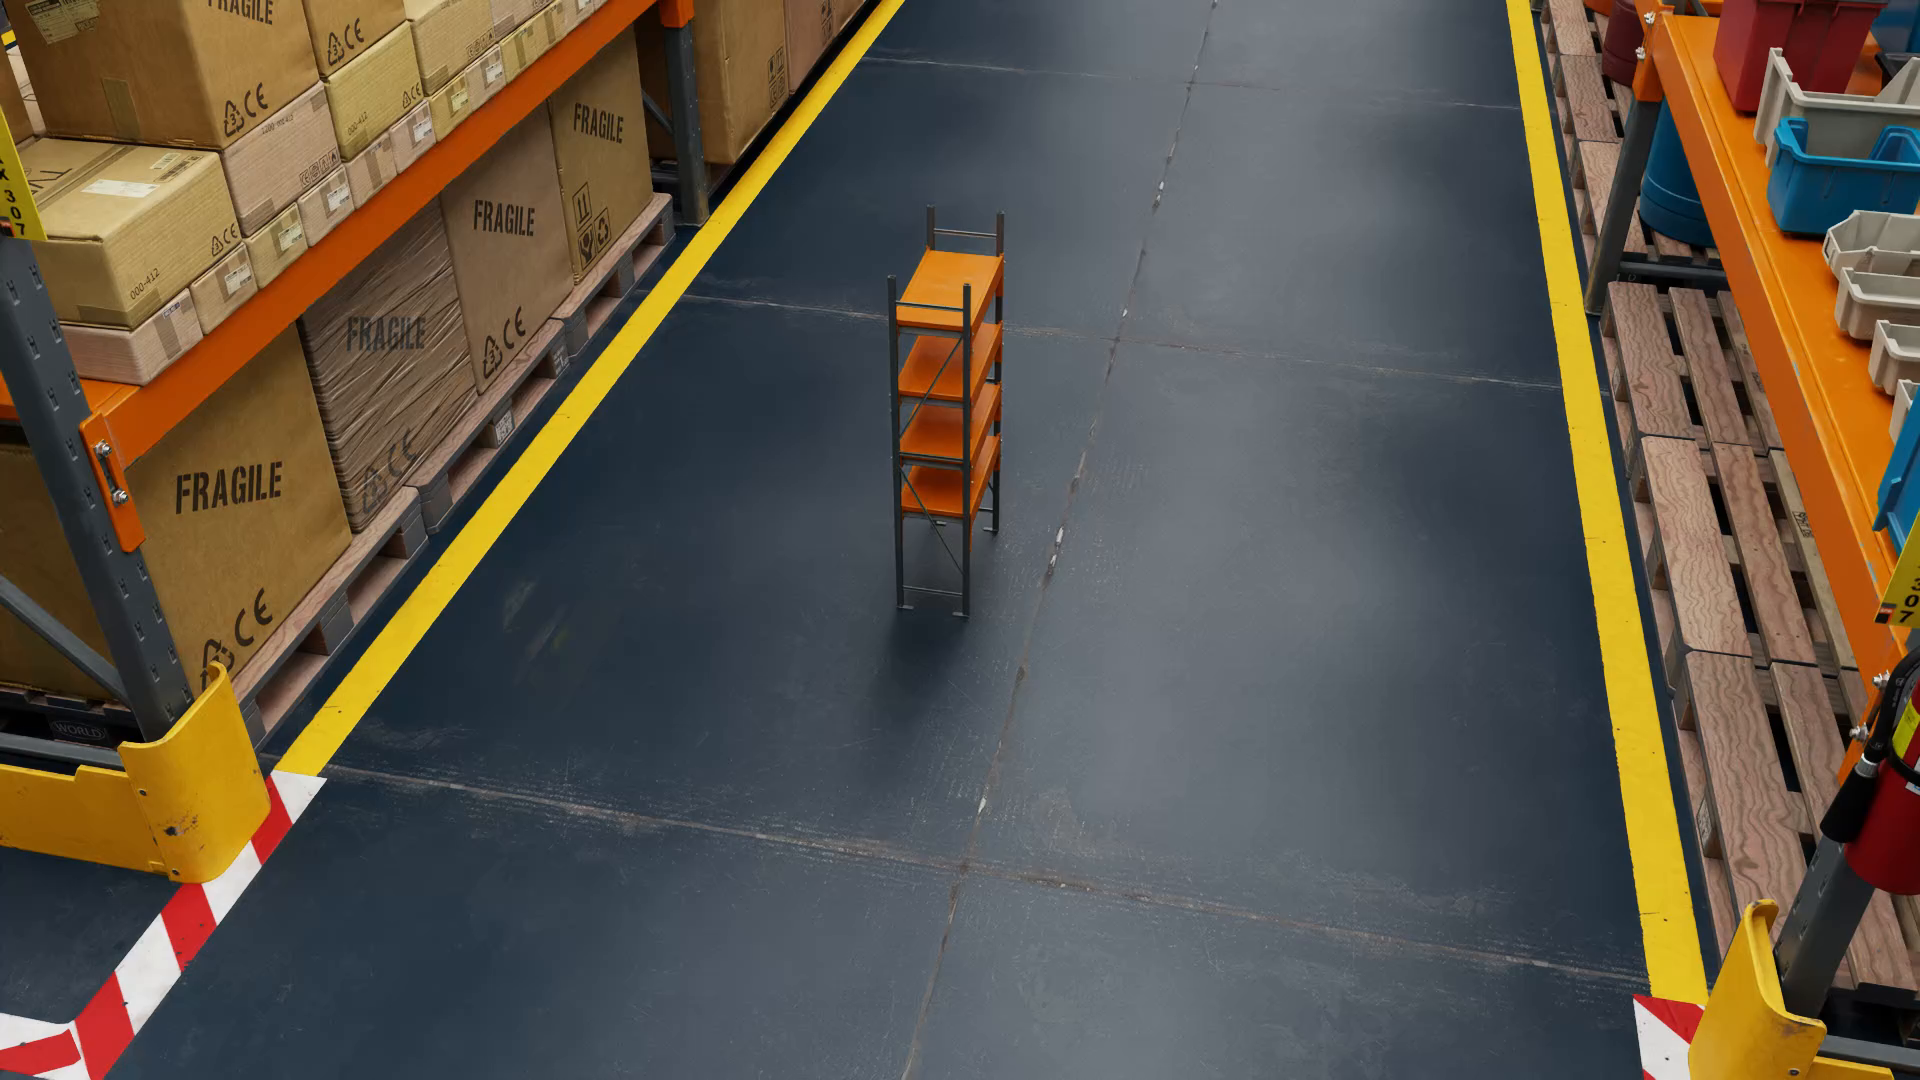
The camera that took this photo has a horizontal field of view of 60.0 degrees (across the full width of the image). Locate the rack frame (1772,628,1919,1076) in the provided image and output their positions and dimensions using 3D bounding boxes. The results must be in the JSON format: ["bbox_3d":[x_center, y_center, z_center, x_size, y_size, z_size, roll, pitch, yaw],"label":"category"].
[{"bbox_3d":[2.303,0.155,2.981,1.000,3.000,0.127,7,37,10],"label":"rack frame"}]

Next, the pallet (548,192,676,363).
[{"bbox_3d":[-1.920,-1.204,7.232,1.003,0.211,1.213,7,37,10],"label":"pallet"}]

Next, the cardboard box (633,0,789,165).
[{"bbox_3d":[-1.564,-2.439,8.011,1.225,0.875,0.875,7,37,10],"label":"cardboard box"}]

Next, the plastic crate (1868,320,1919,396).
[{"bbox_3d":[2.376,-0.417,3.944,0.396,0.136,0.243,7,37,10],"label":"plastic crate"}]

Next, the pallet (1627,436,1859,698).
[{"bbox_3d":[2.780,0.118,5.407,1.003,0.211,1.213,7,37,10],"label":"pallet"}]

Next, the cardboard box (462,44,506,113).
[{"bbox_3d":[-1.756,-1.559,5.559,0.380,0.149,0.250,8,37,11],"label":"cardboard box"}]

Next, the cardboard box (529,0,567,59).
[{"bbox_3d":[-1.646,-1.852,5.963,0.380,0.149,0.250,8,37,11],"label":"cardboard box"}]

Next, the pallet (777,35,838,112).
[{"bbox_3d":[-1.332,-2.784,9.411,1.003,0.211,1.213,7,37,10],"label":"pallet"}]

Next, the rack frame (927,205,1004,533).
[{"bbox_3d":[0.017,-0.531,5.460,0.240,1.200,0.015,7,37,10],"label":"rack frame"}]

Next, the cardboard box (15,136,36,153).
[{"bbox_3d":[-2.691,-0.837,4.223,0.500,0.250,0.500,7,36,9],"label":"cardboard box"}]

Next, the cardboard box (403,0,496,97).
[{"bbox_3d":[-1.848,-1.654,5.350,0.500,0.250,0.500,7,36,9],"label":"cardboard box"}]

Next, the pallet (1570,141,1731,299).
[{"bbox_3d":[3.363,-1.447,7.566,1.003,0.211,1.213,7,37,10],"label":"pallet"}]

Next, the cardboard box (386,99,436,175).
[{"bbox_3d":[-1.865,-1.264,5.152,0.380,0.149,0.250,7,37,9],"label":"cardboard box"}]

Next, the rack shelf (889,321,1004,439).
[{"bbox_3d":[-0.035,-0.518,5.175,0.258,0.148,0.480,7,37,10],"label":"rack shelf"}]

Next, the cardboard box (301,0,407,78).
[{"bbox_3d":[-1.958,-1.655,4.713,0.500,0.500,0.500,6,36,9],"label":"cardboard box"}]

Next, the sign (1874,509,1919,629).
[{"bbox_3d":[1.762,0.029,3.015,0.100,0.325,0.005,7,37,10],"label":"sign"}]

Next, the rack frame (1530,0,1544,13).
[{"bbox_3d":[4.012,-4.432,9.309,1.000,3.000,0.127,7,37,10],"label":"rack frame"}]

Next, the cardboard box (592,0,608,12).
[{"bbox_3d":[-1.536,-2.147,6.370,0.380,0.149,0.250,7,36,9],"label":"cardboard box"}]

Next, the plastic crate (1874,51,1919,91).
[{"bbox_3d":[3.181,-1.376,5.276,0.437,0.125,0.590,7,37,10],"label":"plastic crate"}]

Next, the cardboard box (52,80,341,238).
[{"bbox_3d":[-2.065,-1.066,4.539,0.500,0.250,0.500,7,37,9],"label":"cardboard box"}]

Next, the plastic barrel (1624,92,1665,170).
[{"bbox_3d":[3.441,-2.175,7.625,0.600,0.901,0.708,7,37,10],"label":"plastic barrel"}]

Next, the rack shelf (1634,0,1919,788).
[{"bbox_3d":[2.730,-0.701,4.774,1.077,0.370,4.000,7,37,10],"label":"rack shelf"}]

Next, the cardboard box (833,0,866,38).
[{"bbox_3d":[-1.193,-3.459,9.420,1.225,0.875,0.875,7,37,10],"label":"cardboard box"}]

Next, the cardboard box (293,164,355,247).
[{"bbox_3d":[-1.975,-0.970,4.747,0.380,0.149,0.250,7,36,9],"label":"cardboard box"}]

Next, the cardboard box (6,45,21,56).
[{"bbox_3d":[-2.474,-1.420,5.027,0.500,0.250,0.500,6,36,8],"label":"cardboard box"}]

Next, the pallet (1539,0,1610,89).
[{"bbox_3d":[3.884,-2.846,9.496,1.003,0.211,1.213,7,37,10],"label":"pallet"}]

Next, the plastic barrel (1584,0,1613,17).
[{"bbox_3d":[3.924,-3.441,9.432,0.600,0.830,0.708,7,37,10],"label":"plastic barrel"}]

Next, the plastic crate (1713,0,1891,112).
[{"bbox_3d":[2.722,-1.708,5.445,0.402,0.464,0.583,7,37,10],"label":"plastic crate"}]

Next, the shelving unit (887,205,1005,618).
[{"bbox_3d":[-0.035,-0.391,5.267,0.258,1.200,0.503,7,37,10],"label":"shelving unit"}]

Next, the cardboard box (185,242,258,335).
[{"bbox_3d":[-2.084,-0.674,4.338,0.380,0.149,0.250,7,36,9],"label":"cardboard box"}]

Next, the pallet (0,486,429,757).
[{"bbox_3d":[-2.441,0.195,5.302,1.003,0.211,1.213,7,37,10],"label":"pallet"}]

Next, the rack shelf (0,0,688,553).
[{"bbox_3d":[-2.108,-1.322,5.630,1.077,0.370,4.000,7,37,10],"label":"rack shelf"}]

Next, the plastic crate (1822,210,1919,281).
[{"bbox_3d":[2.457,-0.752,4.405,0.298,0.136,0.250,7,37,10],"label":"plastic crate"}]

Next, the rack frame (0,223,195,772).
[{"bbox_3d":[-2.536,-0.466,3.837,1.000,3.000,0.127,7,37,10],"label":"rack frame"}]

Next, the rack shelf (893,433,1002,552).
[{"bbox_3d":[-0.035,-0.176,5.423,0.258,0.148,0.480,7,37,10],"label":"rack shelf"}]

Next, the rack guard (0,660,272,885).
[{"bbox_3d":[-2.541,0.560,4.552,1.175,0.500,0.348,7,37,10],"label":"rack guard"}]

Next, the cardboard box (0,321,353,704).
[{"bbox_3d":[-2.477,-0.153,4.858,0.875,0.875,0.875,7,37,10],"label":"cardboard box"}]

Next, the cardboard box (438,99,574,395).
[{"bbox_3d":[-2.093,-1.185,6.281,0.875,0.875,0.875,7,37,10],"label":"cardboard box"}]

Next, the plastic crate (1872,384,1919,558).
[{"bbox_3d":[2.192,-0.099,3.250,0.616,0.435,0.499,7,37,10],"label":"plastic crate"}]
